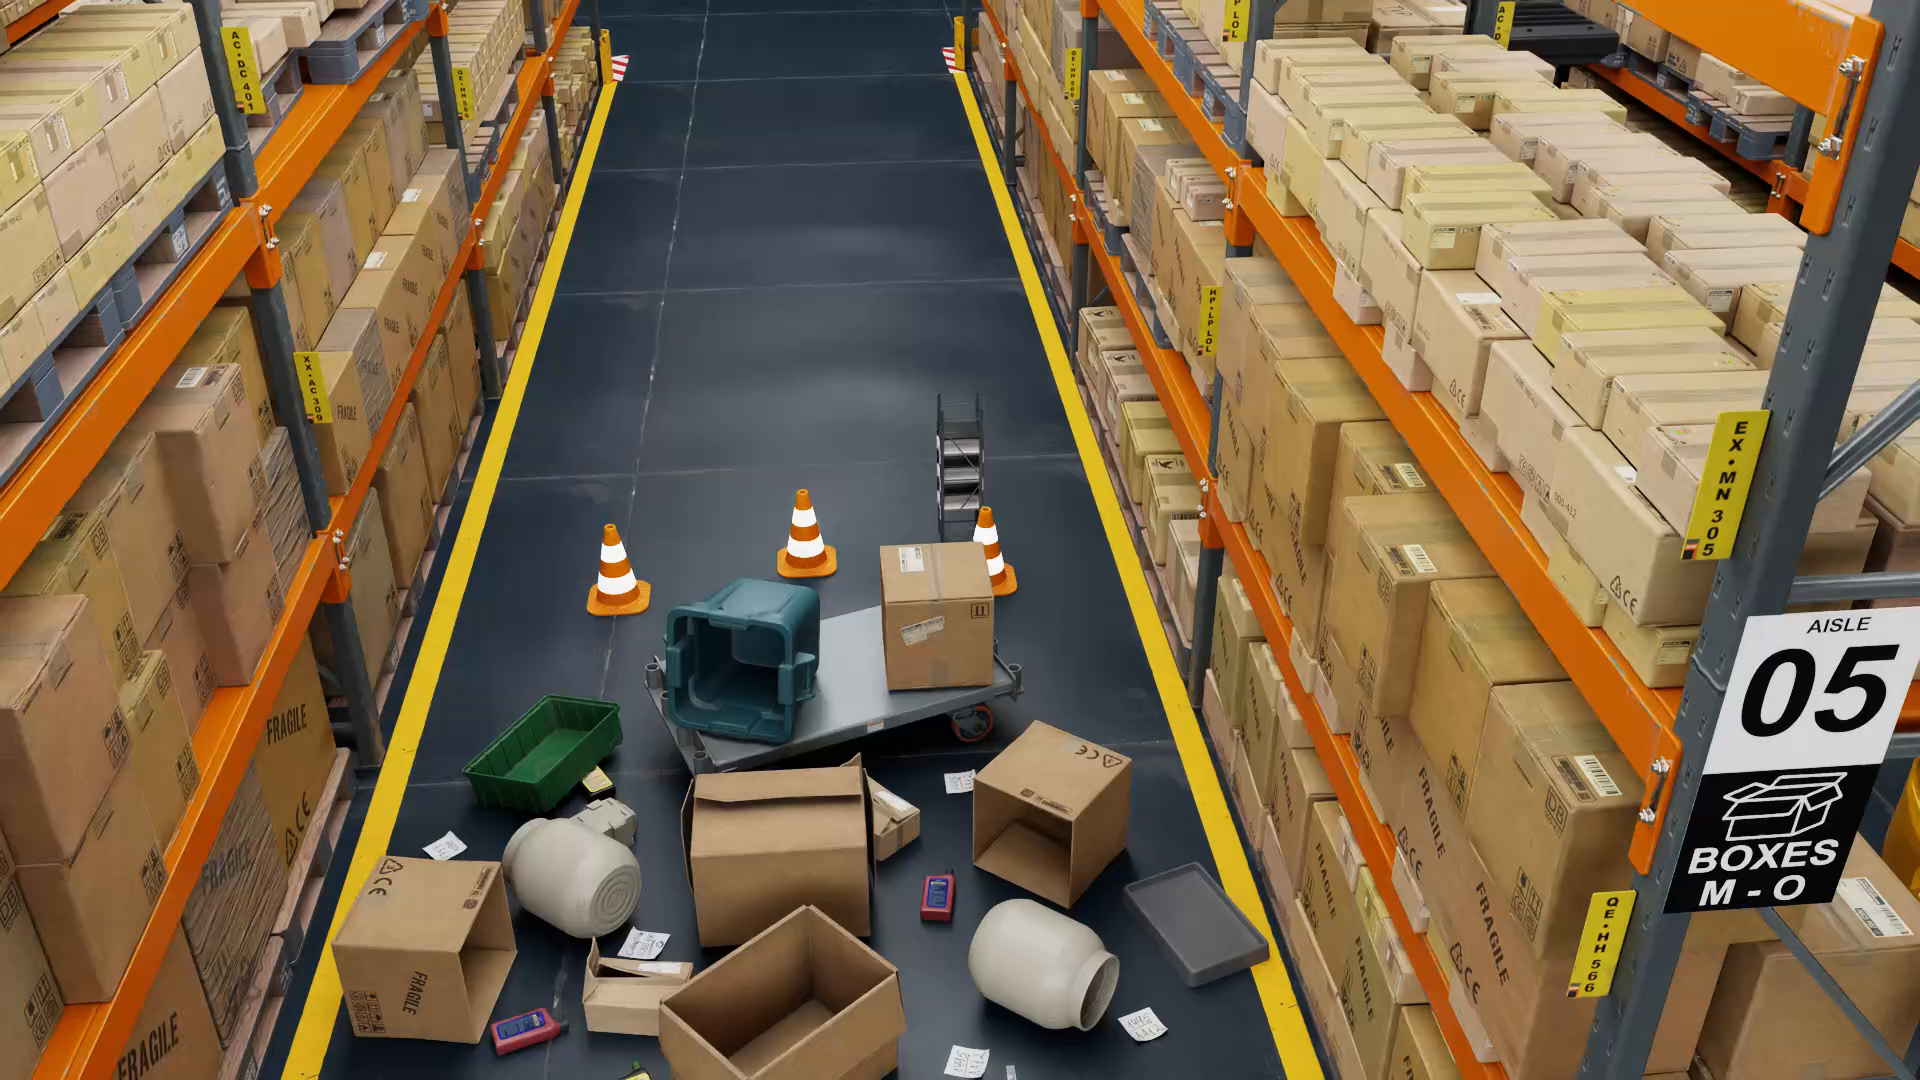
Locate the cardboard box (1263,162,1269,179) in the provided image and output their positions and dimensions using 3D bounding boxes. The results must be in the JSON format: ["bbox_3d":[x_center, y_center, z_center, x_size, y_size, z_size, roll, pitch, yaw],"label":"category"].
[{"bbox_3d":[1.438,-1.500,6.657,0.380,0.149,0.250,-3,31,-5],"label":"cardboard box"}]

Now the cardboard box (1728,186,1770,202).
[{"bbox_3d":[5.868,-2.538,12.471,0.380,0.149,0.250,-4,31,-7],"label":"cardboard box"}]

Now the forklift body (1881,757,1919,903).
[{"bbox_3d":[4.977,0.793,6.325,2.313,2.155,1.214,-3,31,-5],"label":"forklift body"}]

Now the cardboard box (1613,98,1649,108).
[{"bbox_3d":[5.756,-3.739,14.480,0.380,0.149,0.250,-4,31,-7],"label":"cardboard box"}]

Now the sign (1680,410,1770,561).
[{"bbox_3d":[1.474,-0.102,3.208,0.100,0.325,0.005,-3,31,-5],"label":"sign"}]

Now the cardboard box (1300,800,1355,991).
[{"bbox_3d":[1.602,1.307,6.178,0.500,0.500,0.500,-3,31,-6],"label":"cardboard box"}]

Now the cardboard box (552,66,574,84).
[{"bbox_3d":[-3.958,-4.485,16.125,0.380,0.149,0.250,-3,31,-4],"label":"cardboard box"}]

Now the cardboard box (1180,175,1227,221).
[{"bbox_3d":[1.310,-1.699,8.239,0.380,0.149,0.250,-4,31,-6],"label":"cardboard box"}]

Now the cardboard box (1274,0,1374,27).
[{"bbox_3d":[1.474,-2.401,7.169,0.500,0.250,0.500,-2,31,-3],"label":"cardboard box"}]

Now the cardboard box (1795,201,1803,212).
[{"bbox_3d":[6.486,-2.579,12.538,0.380,0.149,0.250,-2,31,-3],"label":"cardboard box"}]

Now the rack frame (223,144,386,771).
[{"bbox_3d":[-3.264,-0.204,7.167,1.000,3.000,0.127,-3,31,-5],"label":"rack frame"}]

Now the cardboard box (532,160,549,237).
[{"bbox_3d":[-3.644,-2.768,13.488,0.500,0.500,0.500,-3,31,-6],"label":"cardboard box"}]

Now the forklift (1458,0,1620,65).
[{"bbox_3d":[3.441,-2.381,10.879,3.031,2.935,1.130,-4,31,-6],"label":"forklift"}]

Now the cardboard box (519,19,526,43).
[{"bbox_3d":[-3.777,-4.168,13.639,0.380,0.149,0.250,-3,31,-6],"label":"cardboard box"}]

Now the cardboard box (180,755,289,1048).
[{"bbox_3d":[-3.187,1.312,6.291,0.875,0.875,0.875,-3,31,-4],"label":"cardboard box"}]

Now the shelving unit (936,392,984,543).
[{"bbox_3d":[-0.001,-0.390,9.527,0.258,0.900,0.210,-3,31,-5],"label":"shelving unit"}]

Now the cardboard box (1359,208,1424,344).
[{"bbox_3d":[1.564,-0.829,5.145,0.500,0.250,0.500,-2,31,-4],"label":"cardboard box"}]

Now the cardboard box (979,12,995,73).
[{"bbox_3d":[0.695,-5.368,17.901,0.875,0.438,0.875,-4,31,-6],"label":"cardboard box"}]

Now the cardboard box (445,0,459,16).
[{"bbox_3d":[-4.338,-4.693,14.294,0.500,0.500,0.500,-3,31,-5],"label":"cardboard box"}]

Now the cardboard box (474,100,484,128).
[{"bbox_3d":[-3.556,-2.969,11.632,0.380,0.149,0.250,-1,31,-2],"label":"cardboard box"}]

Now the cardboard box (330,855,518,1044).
[{"bbox_3d":[-2.097,1.611,6.563,0.500,0.500,0.500,2,31,4],"label":"cardboard box"}]

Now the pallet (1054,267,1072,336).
[{"bbox_3d":[1.283,-1.744,12.465,1.003,0.211,1.213,-3,31,-5],"label":"pallet"}]

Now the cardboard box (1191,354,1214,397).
[{"bbox_3d":[1.332,-0.815,8.025,0.380,0.149,0.250,-2,31,-4],"label":"cardboard box"}]

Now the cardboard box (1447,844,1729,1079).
[{"bbox_3d":[1.704,1.115,4.572,0.500,0.500,0.500,-3,31,-5],"label":"cardboard box"}]

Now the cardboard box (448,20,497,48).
[{"bbox_3d":[-3.659,-3.755,12.368,0.380,0.149,0.250,-4,31,-7],"label":"cardboard box"}]

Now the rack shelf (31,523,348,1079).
[{"bbox_3d":[-3.077,1.126,5.642,1.077,0.370,4.000,-3,31,-5],"label":"rack shelf"}]

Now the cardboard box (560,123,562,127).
[{"bbox_3d":[-3.921,-3.959,15.533,0.380,0.149,0.250,-4,31,-7],"label":"cardboard box"}]

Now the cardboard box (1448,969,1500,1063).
[{"bbox_3d":[1.647,1.352,4.806,0.380,0.149,0.250,-3,31,-5],"label":"cardboard box"}]

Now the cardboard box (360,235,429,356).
[{"bbox_3d":[-3.184,-1.301,8.906,0.500,0.500,0.500,-2,31,-4],"label":"cardboard box"}]

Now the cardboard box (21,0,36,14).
[{"bbox_3d":[-8.803,-4.958,15.370,0.380,0.149,0.250,-4,31,-6],"label":"cardboard box"}]

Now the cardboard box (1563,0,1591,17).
[{"bbox_3d":[5.672,-4.783,14.325,0.700,0.500,0.500,-2,31,-3],"label":"cardboard box"}]

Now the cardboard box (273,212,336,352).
[{"bbox_3d":[-3.366,-1.192,7.749,0.700,0.500,0.500,-3,31,-5],"label":"cardboard box"}]

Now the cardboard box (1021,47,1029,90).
[{"bbox_3d":[0.768,-3.749,13.248,0.500,0.250,0.500,-3,31,-5],"label":"cardboard box"}]

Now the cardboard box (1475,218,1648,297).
[{"bbox_3d":[1.689,-0.787,4.684,0.380,0.149,0.250,-4,31,-6],"label":"cardboard box"}]

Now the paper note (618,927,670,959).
[{"bbox_3d":[-1.315,1.679,6.917,0.172,0.023,0.155,8,32,13],"label":"paper note"}]

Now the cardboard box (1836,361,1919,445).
[{"bbox_3d":[2.159,-0.292,3.857,0.380,0.149,0.250,-3,31,-5],"label":"cardboard box"}]

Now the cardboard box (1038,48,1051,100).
[{"bbox_3d":[0.863,-3.443,12.248,0.500,0.250,0.500,-4,31,-6],"label":"cardboard box"}]

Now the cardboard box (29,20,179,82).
[{"bbox_3d":[-2.889,-1.649,5.622,0.380,0.149,0.250,-3,31,-5],"label":"cardboard box"}]

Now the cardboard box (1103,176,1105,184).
[{"bbox_3d":[1.119,-2.287,10.489,0.380,0.149,0.250,-5,31,-8],"label":"cardboard box"}]

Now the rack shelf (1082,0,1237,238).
[{"bbox_3d":[1.468,-2.493,8.776,1.077,0.370,4.000,-3,31,-5],"label":"rack shelf"}]

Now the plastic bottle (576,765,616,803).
[{"bbox_3d":[-1.736,1.126,7.806,0.133,0.061,0.283,-20,36,-30],"label":"plastic bottle"}]

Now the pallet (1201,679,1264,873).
[{"bbox_3d":[1.753,1.045,7.795,1.003,0.211,1.213,-3,31,-5],"label":"pallet"}]

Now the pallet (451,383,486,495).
[{"bbox_3d":[-3.639,-0.643,10.621,1.003,0.211,1.213,-3,31,-5],"label":"pallet"}]

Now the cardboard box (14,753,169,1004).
[{"bbox_3d":[-2.970,1.015,4.980,0.875,0.550,0.550,-3,31,-5],"label":"cardboard box"}]

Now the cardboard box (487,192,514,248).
[{"bbox_3d":[-3.509,-2.298,11.970,0.500,0.250,0.500,-3,31,-5],"label":"cardboard box"}]

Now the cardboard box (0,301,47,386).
[{"bbox_3d":[-2.746,-0.530,4.525,0.380,0.149,0.250,-2,31,-4],"label":"cardboard box"}]

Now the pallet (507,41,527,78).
[{"bbox_3d":[-4.085,-3.809,13.390,1.003,0.211,1.213,-3,31,-5],"label":"pallet"}]

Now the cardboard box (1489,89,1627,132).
[{"bbox_3d":[2.093,-1.472,5.831,0.380,0.149,0.250,-2,31,-3],"label":"cardboard box"}]

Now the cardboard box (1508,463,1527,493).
[{"bbox_3d":[1.713,-0.195,4.471,0.380,0.149,0.250,-3,31,-4],"label":"cardboard box"}]

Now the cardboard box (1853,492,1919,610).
[{"bbox_3d":[2.247,-0.071,3.876,0.500,0.250,0.500,-3,31,-5],"label":"cardboard box"}]

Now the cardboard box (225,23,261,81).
[{"bbox_3d":[-3.072,-1.978,6.835,0.258,0.266,0.396,-3,31,-5],"label":"cardboard box"}]

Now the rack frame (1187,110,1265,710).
[{"bbox_3d":[1.655,-0.493,7.651,1.000,3.000,0.127,-3,31,-5],"label":"rack frame"}]

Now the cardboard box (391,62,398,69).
[{"bbox_3d":[-4.260,-3.335,11.955,0.380,0.149,0.250,-2,31,-3],"label":"cardboard box"}]

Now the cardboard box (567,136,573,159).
[{"bbox_3d":[-3.750,-3.582,15.193,0.380,0.149,0.250,-2,31,-3],"label":"cardboard box"}]

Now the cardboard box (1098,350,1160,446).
[{"bbox_3d":[1.401,-0.922,10.522,0.950,0.372,0.625,-3,31,-6],"label":"cardboard box"}]

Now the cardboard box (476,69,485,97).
[{"bbox_3d":[-3.585,-3.234,11.784,0.380,0.149,0.250,-3,31,-5],"label":"cardboard box"}]
